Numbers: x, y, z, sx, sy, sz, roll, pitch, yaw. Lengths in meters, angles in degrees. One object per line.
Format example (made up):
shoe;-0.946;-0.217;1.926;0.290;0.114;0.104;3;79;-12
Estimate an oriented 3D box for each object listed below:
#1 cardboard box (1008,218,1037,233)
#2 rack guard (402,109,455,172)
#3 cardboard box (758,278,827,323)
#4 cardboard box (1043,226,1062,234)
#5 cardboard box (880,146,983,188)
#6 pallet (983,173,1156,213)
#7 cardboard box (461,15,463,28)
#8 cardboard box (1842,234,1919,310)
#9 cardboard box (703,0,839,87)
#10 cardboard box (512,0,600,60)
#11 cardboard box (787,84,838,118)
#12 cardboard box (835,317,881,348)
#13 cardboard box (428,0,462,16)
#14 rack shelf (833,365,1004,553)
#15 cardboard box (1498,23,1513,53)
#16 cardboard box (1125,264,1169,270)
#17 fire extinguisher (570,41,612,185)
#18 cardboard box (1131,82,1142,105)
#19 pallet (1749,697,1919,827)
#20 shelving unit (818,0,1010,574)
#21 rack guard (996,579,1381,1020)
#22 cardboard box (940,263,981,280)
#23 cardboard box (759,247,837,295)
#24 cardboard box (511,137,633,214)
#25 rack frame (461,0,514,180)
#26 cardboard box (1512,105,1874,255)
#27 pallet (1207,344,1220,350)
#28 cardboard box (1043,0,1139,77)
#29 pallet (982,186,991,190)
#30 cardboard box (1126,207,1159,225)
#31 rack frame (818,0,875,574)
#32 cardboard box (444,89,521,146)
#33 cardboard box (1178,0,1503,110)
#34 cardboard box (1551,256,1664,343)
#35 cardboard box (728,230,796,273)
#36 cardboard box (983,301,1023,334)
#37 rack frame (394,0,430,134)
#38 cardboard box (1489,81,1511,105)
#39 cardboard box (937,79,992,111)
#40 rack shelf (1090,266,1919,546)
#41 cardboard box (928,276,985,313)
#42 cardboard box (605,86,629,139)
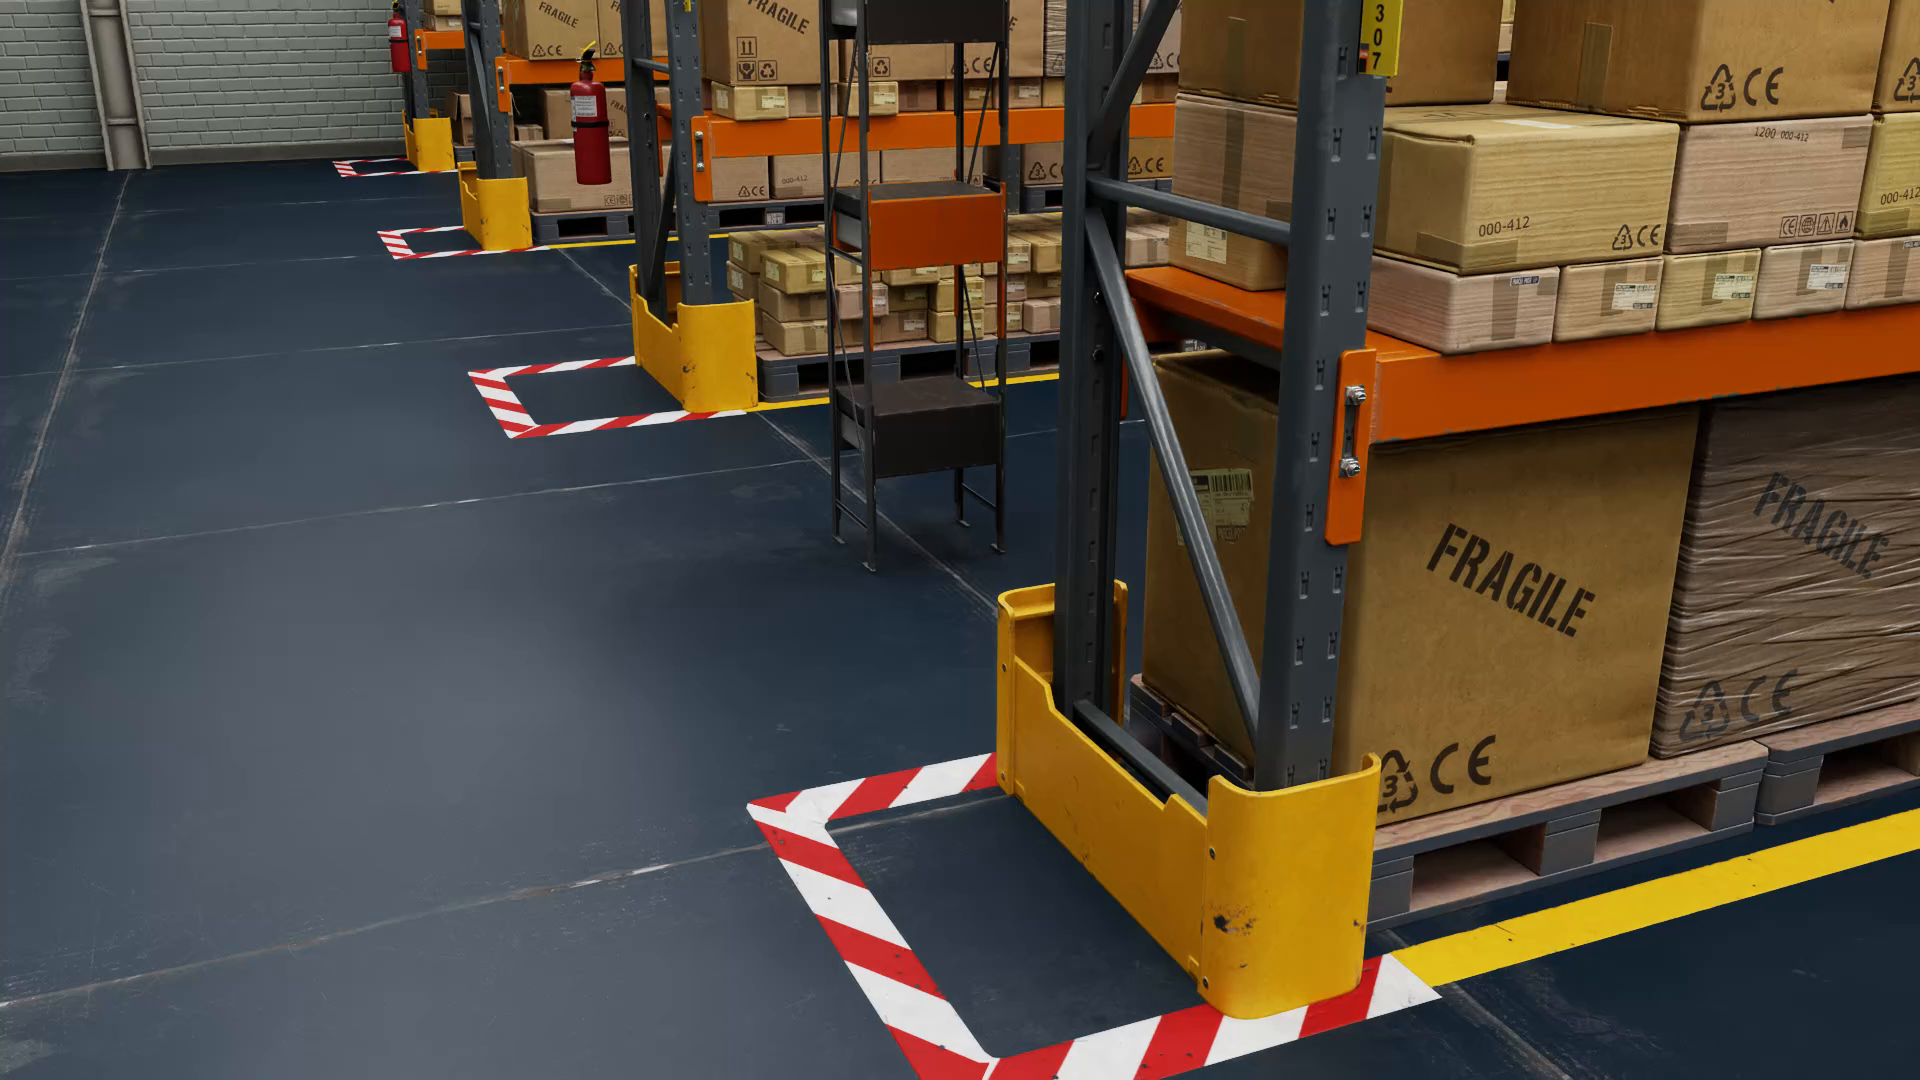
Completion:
cardboard box;0.212;-1.620;8.871;0.250;0.149;0.380;-9;21;-24
rack guard;-5.341;-4.023;16.695;0.348;0.500;1.175;-8;21;-22
cardboard box;-0.805;-1.167;8.032;0.250;0.149;0.380;-7;21;-20
cardboard box;0.621;-1.523;8.597;0.250;0.149;0.380;-8;21;-22
cardboard box;-0.387;-3.145;13.663;0.875;0.438;0.875;-8;21;-23
pallet;0.910;-3.014;14.265;1.213;0.211;1.003;-8;21;-22
cardboard box;-4.785;-5.081;16.314;0.250;0.149;0.380;-8;21;-21
cardboard box;1.884;-0.620;3.645;0.250;0.149;0.380;-9;21;-23
cardboard box;-0.866;-2.345;7.567;0.500;0.500;0.500;-7;21;-19
cardboard box;-2.887;-3.702;11.868;0.500;0.500;0.500;-8;21;-22
cardboard box;-0.743;-2.053;7.714;0.250;0.149;0.380;-7;21;-20
cardboard box;-0.572;-1.067;8.196;0.250;0.149;0.380;-8;21;-22
cardboard box;-4.887;-5.239;16.163;0.500;0.250;0.500;-8;21;-22
rack shelf;-0.152;-0.295;5.848;0.480;0.518;0.431;-8;21;-22
cardboard box;2.829;-2.700;8.920;0.250;0.149;0.380;-9;21;-25
cardboard box;0.890;-1.413;8.730;0.250;0.149;0.380;-9;21;-24
fire extinguisher;-1.802;-2.078;8.085;0.183;0.674;0.296;-8;21;-22
cardboard box;0.709;-2.254;8.285;0.250;0.149;0.380;-8;21;-21
pallet;2.306;0.370;4.653;1.213;0.211;1.003;-8;21;-22
shelving unit;-0.152;-0.969;5.611;0.503;2.100;0.431;-8;21;-22
rack guard;0.462;0.525;3.777;0.348;0.500;1.175;-8;21;-22
cardboard box;-0.090;-1.407;8.266;0.250;0.149;0.380;-9;21;-25
cardboard box;-0.772;-1.282;7.911;0.250;0.149;0.380;-9;21;-24
cardboard box;-2.875;-2.786;12.643;0.875;0.438;0.875;-9;21;-24
rack frame;-3.441;-3.679;11.954;0.127;3.000;1.000;-8;21;-22
cardboard box;1.506;-0.778;3.492;0.500;0.250;0.500;-8;21;-23
pallet;1.682;-1.295;9.381;1.213;0.211;1.003;-8;21;-22
cardboard box;0.536;-2.553;8.157;0.500;0.500;0.500;-9;21;-23
pallet;-0.498;-2.814;13.695;1.213;0.211;1.003;-8;21;-22
cardboard box;0.901;-1.744;9.225;0.250;0.149;0.380;-8;21;-21
rack frame;-0.376;-0.937;5.520;0.015;2.100;0.400;-8;21;-22
cardboard box;-4.812;-4.264;16.743;0.637;0.503;0.797;-9;21;-24
cardboard box;0.827;-1.224;3.632;0.500;0.500;0.500;-8;21;-21
cardboard box;1.176;-0.519;3.357;0.250;0.149;0.380;-8;21;-23
cardboard box;-1.002;-1.464;8.427;0.250;0.149;0.380;-8;21;-21
cardboard box;0.128;-1.164;8.473;0.250;0.149;0.380;-8;21;-22
rack frame;-5.411;-5.192;16.252;0.127;3.000;1.000;-8;21;-22
cardboard box;1.290;-0.938;3.947;0.500;0.250;0.500;-9;21;-23
cardboard box;-0.032;-2.176;8.064;0.250;0.149;0.380;-8;21;-22
rack shelf;2.321;-0.581;4.238;4.000;0.370;1.077;-8;21;-22
cardboard box;-0.063;-1.246;8.256;0.250;0.149;0.380;-7;21;-20
cardboard box;-3.486;-4.402;17.140;0.500;0.500;0.500;-8;21;-21
